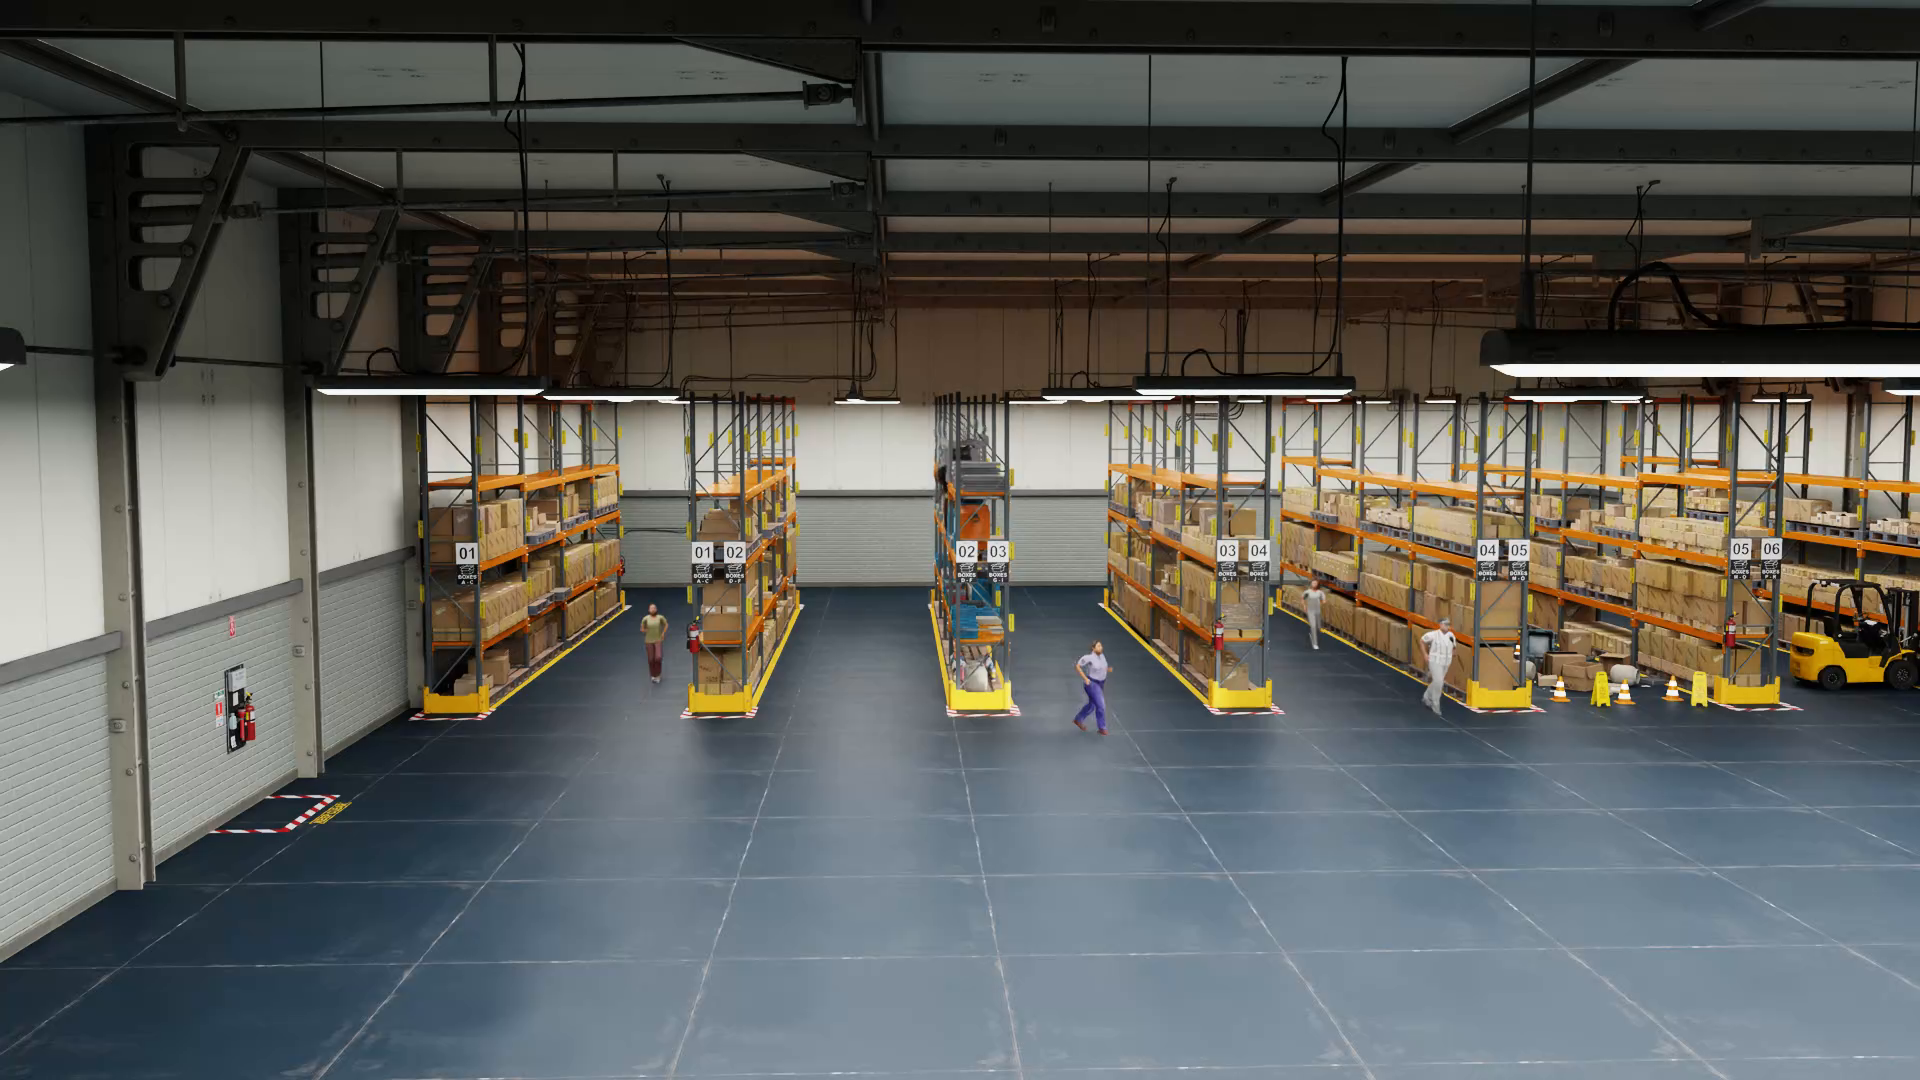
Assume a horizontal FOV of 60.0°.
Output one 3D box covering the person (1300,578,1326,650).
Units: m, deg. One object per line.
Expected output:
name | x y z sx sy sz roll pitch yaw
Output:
person | 8.379 1.730 39.389 0.574 1.645 0.929 0 5 -4

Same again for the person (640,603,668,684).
person | -6.330 2.140 34.414 0.561 1.678 0.620 -1 5 -8

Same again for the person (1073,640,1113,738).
person | 2.345 2.583 29.050 0.842 1.693 0.583 3 6 34

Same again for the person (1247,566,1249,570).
person | 8.529 1.029 48.327 0.763 1.694 0.632 -2 5 -27

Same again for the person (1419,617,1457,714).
person | 9.046 2.350 31.396 0.667 1.830 0.799 -2 5 -23
